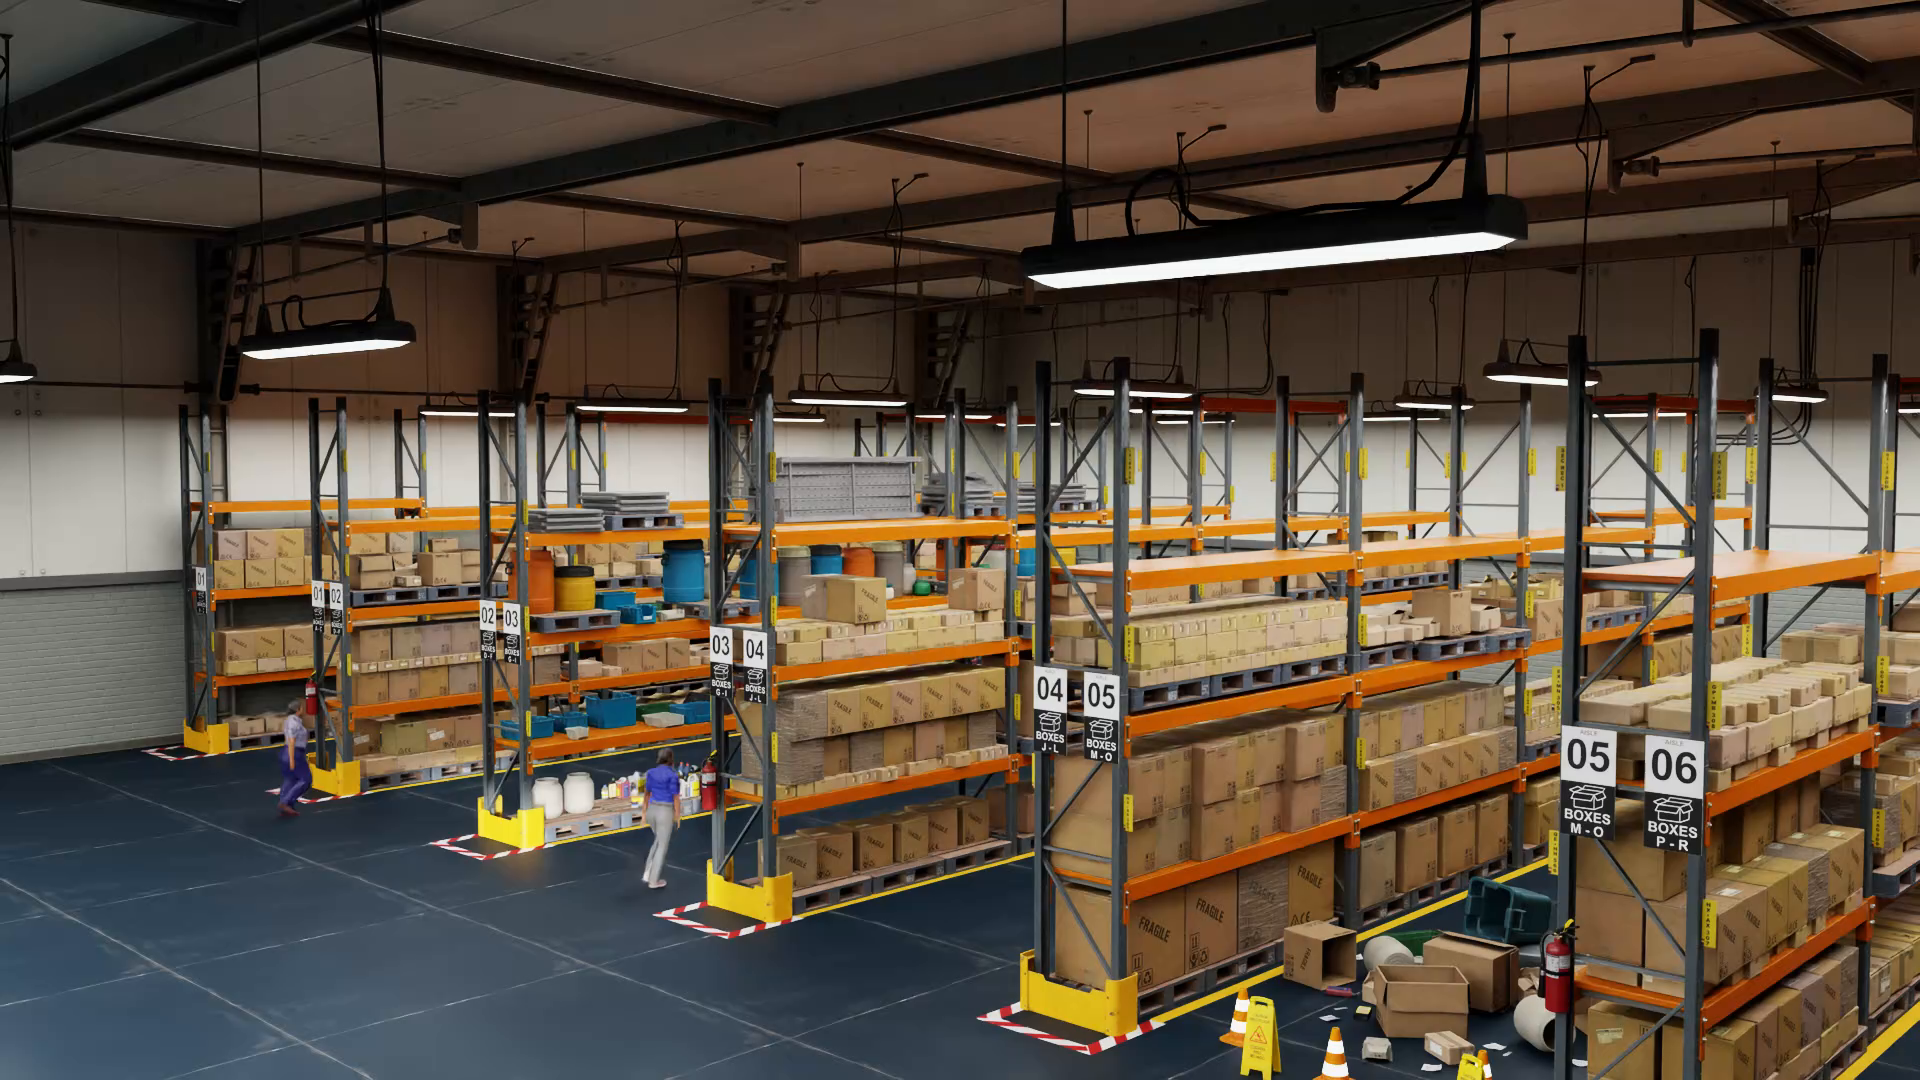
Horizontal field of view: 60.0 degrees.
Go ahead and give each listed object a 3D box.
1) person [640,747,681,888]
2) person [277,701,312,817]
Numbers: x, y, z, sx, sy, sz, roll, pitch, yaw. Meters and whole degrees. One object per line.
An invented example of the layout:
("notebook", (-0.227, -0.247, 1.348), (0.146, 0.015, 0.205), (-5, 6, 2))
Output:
("person", (-3.554, 3.343, 19.767), (0.510, 1.551, 0.463), (2, 4, 34))
("person", (-9.468, 3.099, 23.552), (0.462, 1.637, 0.540), (-2, 4, -36))
